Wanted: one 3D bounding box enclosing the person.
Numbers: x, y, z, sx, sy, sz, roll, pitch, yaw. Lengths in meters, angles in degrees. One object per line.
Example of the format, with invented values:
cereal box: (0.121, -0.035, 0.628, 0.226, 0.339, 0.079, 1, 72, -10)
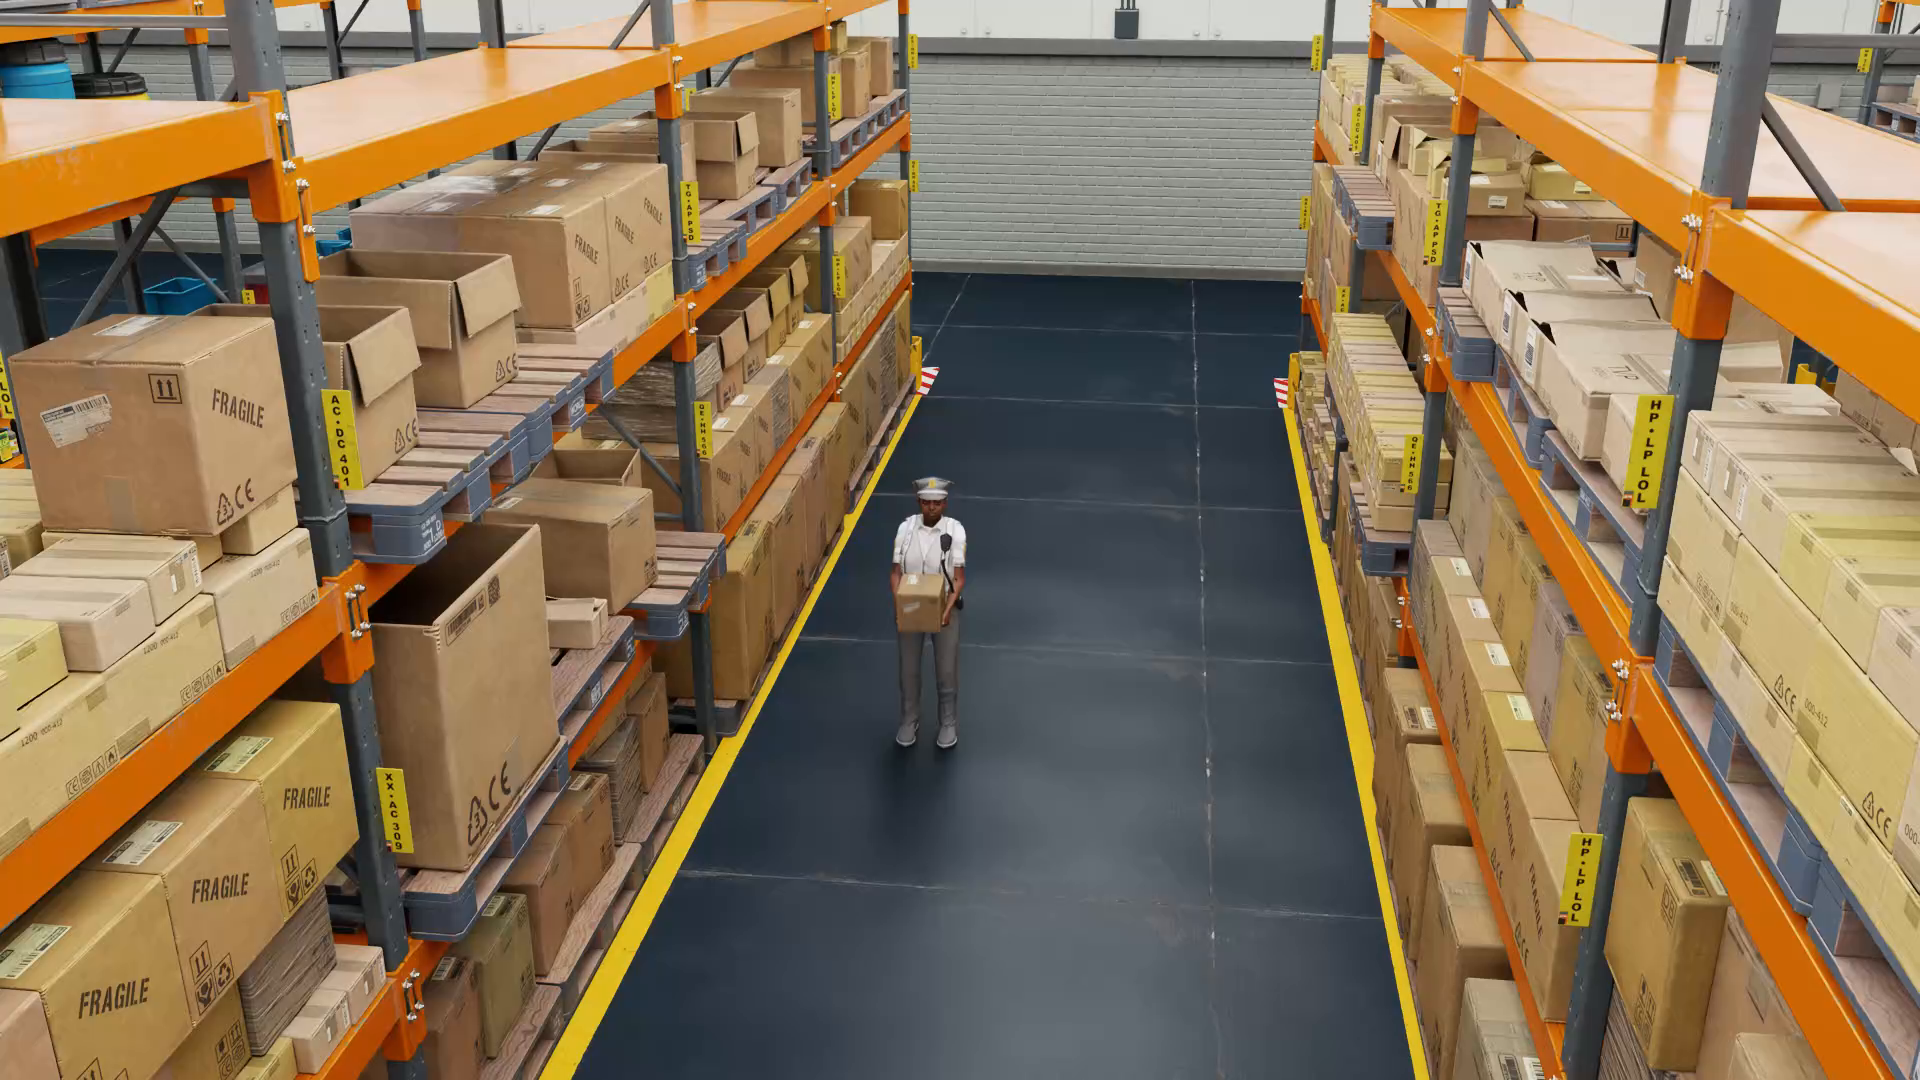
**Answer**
person: (-0.197, 0.444, 9.904, 0.449, 1.689, 0.538, 3, 21, 6)
